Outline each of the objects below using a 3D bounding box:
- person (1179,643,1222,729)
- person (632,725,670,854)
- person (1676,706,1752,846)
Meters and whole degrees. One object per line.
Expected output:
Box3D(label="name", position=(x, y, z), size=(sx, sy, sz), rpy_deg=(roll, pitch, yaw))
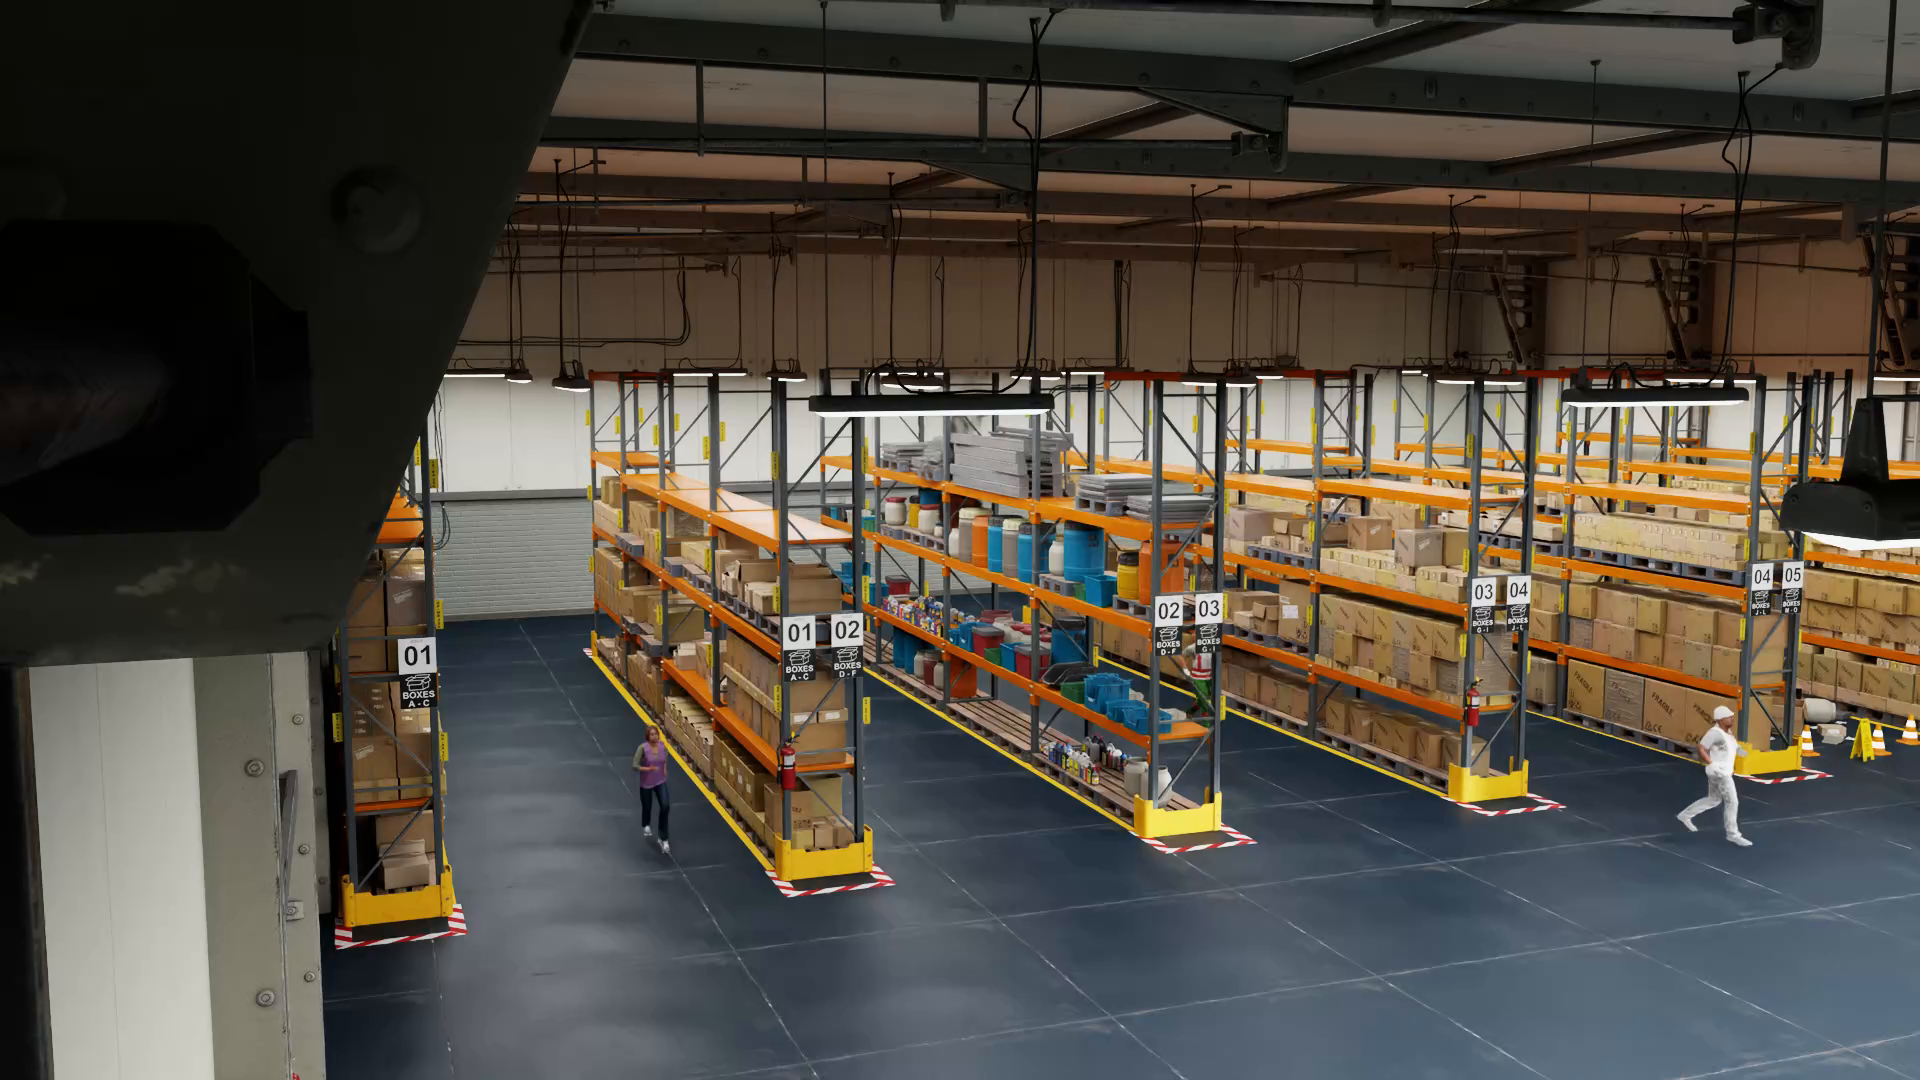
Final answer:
Box3D(label="person", position=(4.041, 2.317, 27.761), size=(0.661, 1.769, 0.993), rpy_deg=(-3, 7, -28))
Box3D(label="person", position=(-3.985, 3.179, 21.398), size=(0.512, 1.616, 0.807), rpy_deg=(-3, 7, -23))
Box3D(label="person", position=(9.845, 3.033, 21.627), size=(0.923, 1.795, 0.666), rpy_deg=(3, 7, 26))
